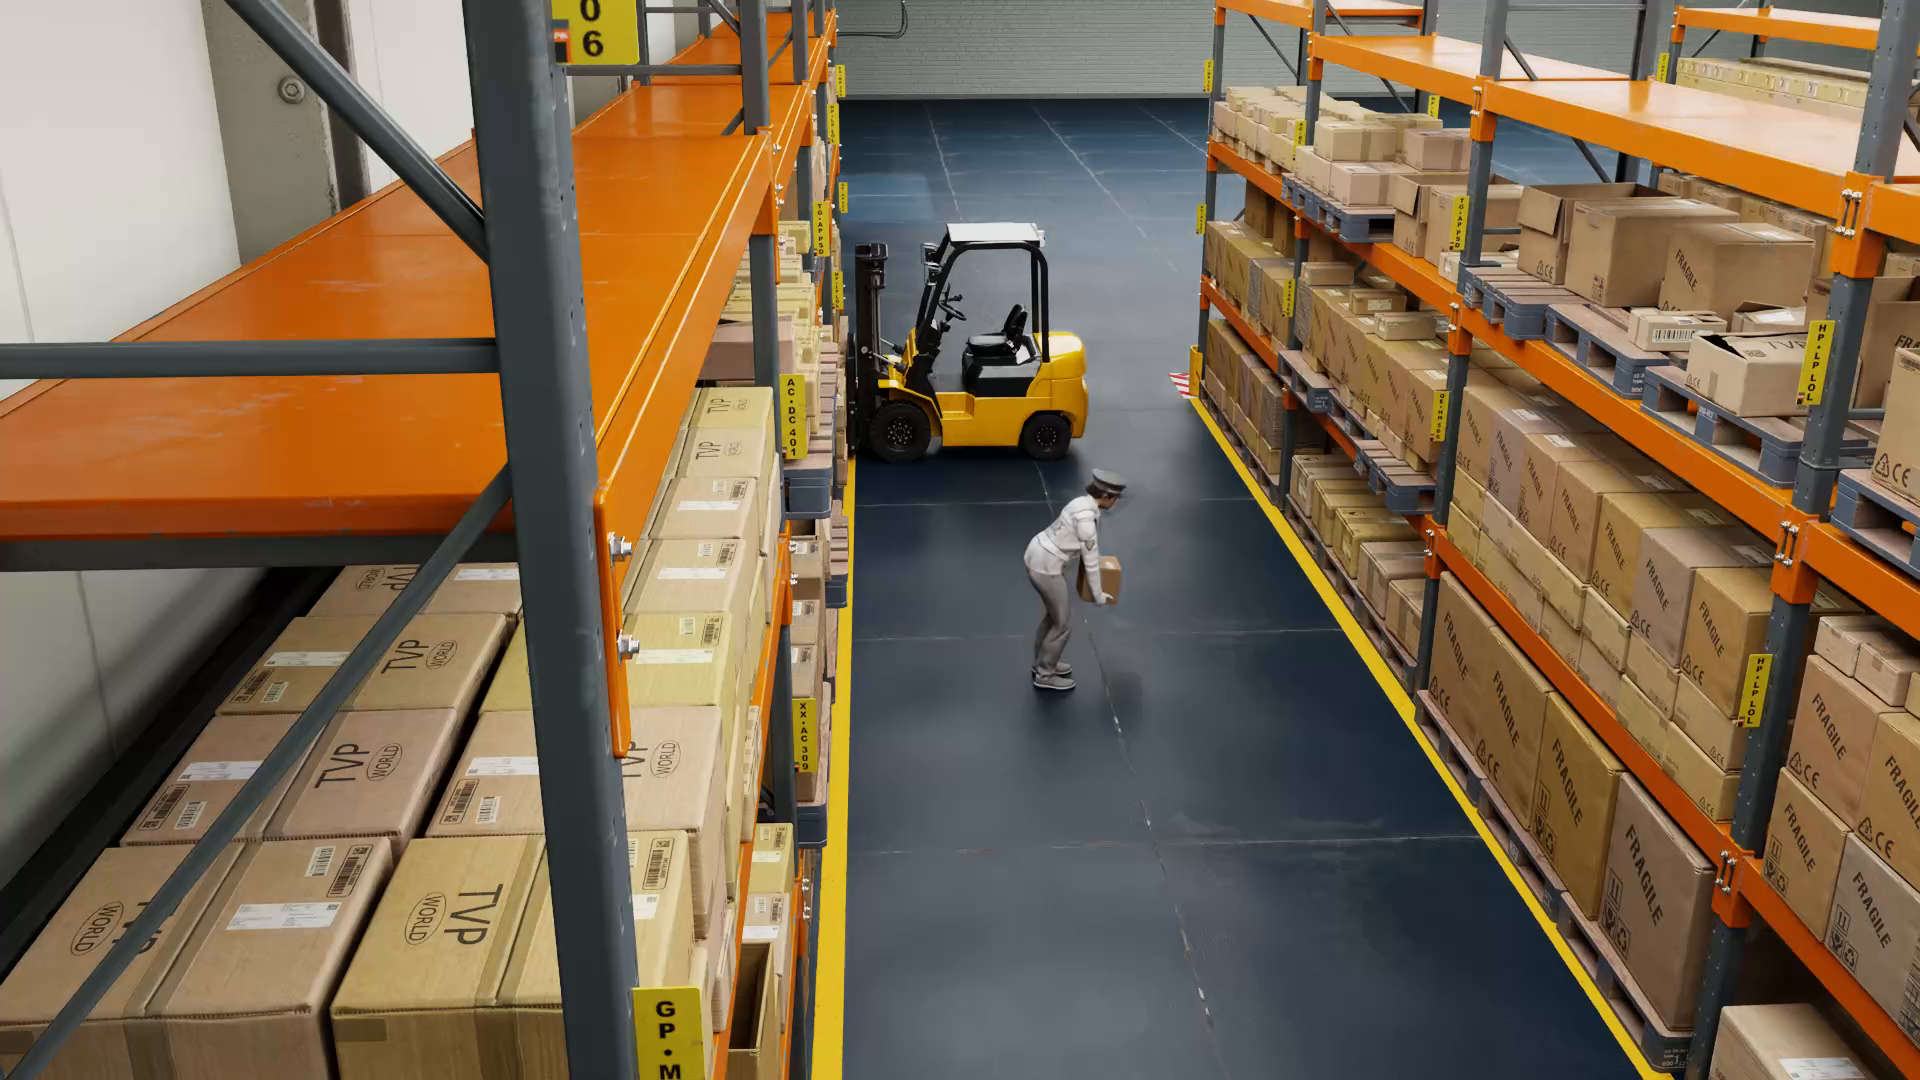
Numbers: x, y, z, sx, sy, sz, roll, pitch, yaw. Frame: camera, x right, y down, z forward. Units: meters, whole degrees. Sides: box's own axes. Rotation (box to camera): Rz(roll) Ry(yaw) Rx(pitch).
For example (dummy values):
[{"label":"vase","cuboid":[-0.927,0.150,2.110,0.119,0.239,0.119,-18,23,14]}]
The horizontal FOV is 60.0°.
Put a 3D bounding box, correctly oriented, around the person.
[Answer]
[{"label":"person","cuboid":[0.785,0.262,11.401,0.695,1.529,0.406,-2,21,-4]}]
